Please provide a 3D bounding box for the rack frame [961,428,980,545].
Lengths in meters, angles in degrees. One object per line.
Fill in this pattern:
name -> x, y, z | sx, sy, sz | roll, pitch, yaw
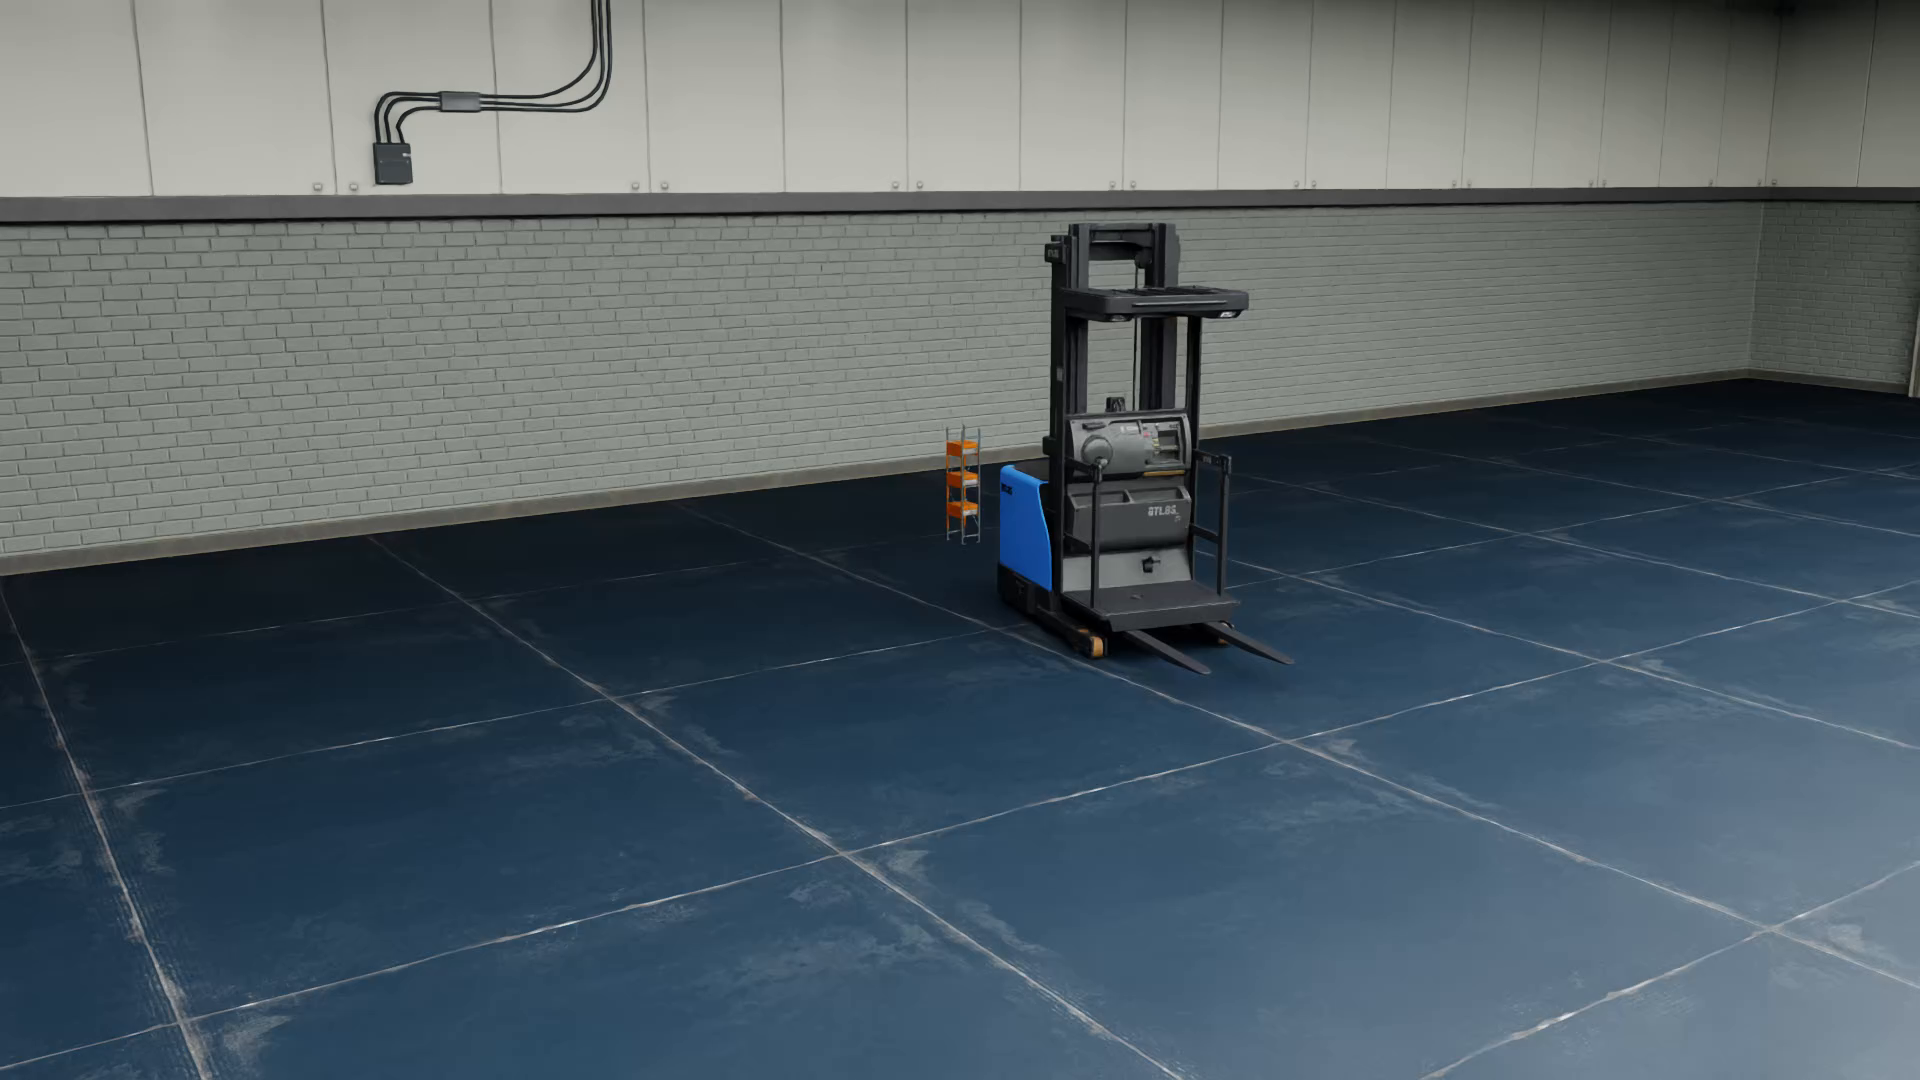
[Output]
rack frame -> 0.097, -0.482, 14.995 | 0.200, 1.050, 0.008 | -8, 15, -33

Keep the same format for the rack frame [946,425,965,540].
rack frame -> -0.038, -0.525, 15.194 | 0.200, 1.050, 0.008 | -8, 15, -33

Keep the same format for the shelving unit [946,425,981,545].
shelving unit -> 0.030, -0.503, 15.094 | 0.215, 1.050, 0.252 | -8, 15, -33

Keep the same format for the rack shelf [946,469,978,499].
rack shelf -> 0.030, -0.493, 15.097 | 0.215, 0.259, 0.240 | -8, 15, -33

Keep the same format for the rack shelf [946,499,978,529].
rack shelf -> 0.030, -0.222, 15.156 | 0.215, 0.259, 0.240 | -8, 15, -33

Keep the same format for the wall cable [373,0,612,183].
wall cable -> -4.275, -6.277, 14.929 | 2.305, 6.003, 0.169 | -8, 15, -33

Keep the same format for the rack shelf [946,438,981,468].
rack shelf -> 0.030, -0.770, 15.036 | 0.215, 0.259, 0.240 | -8, 15, -33

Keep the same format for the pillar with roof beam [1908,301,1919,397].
pillar with roof beam -> 10.984, -6.033, 21.775 | 9.100, 9.000, 0.400 | -8, 15, -33

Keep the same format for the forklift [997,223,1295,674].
forklift -> 1.291, -0.707, 11.622 | 1.130, 2.935, 3.031 | -5, 13, -20
